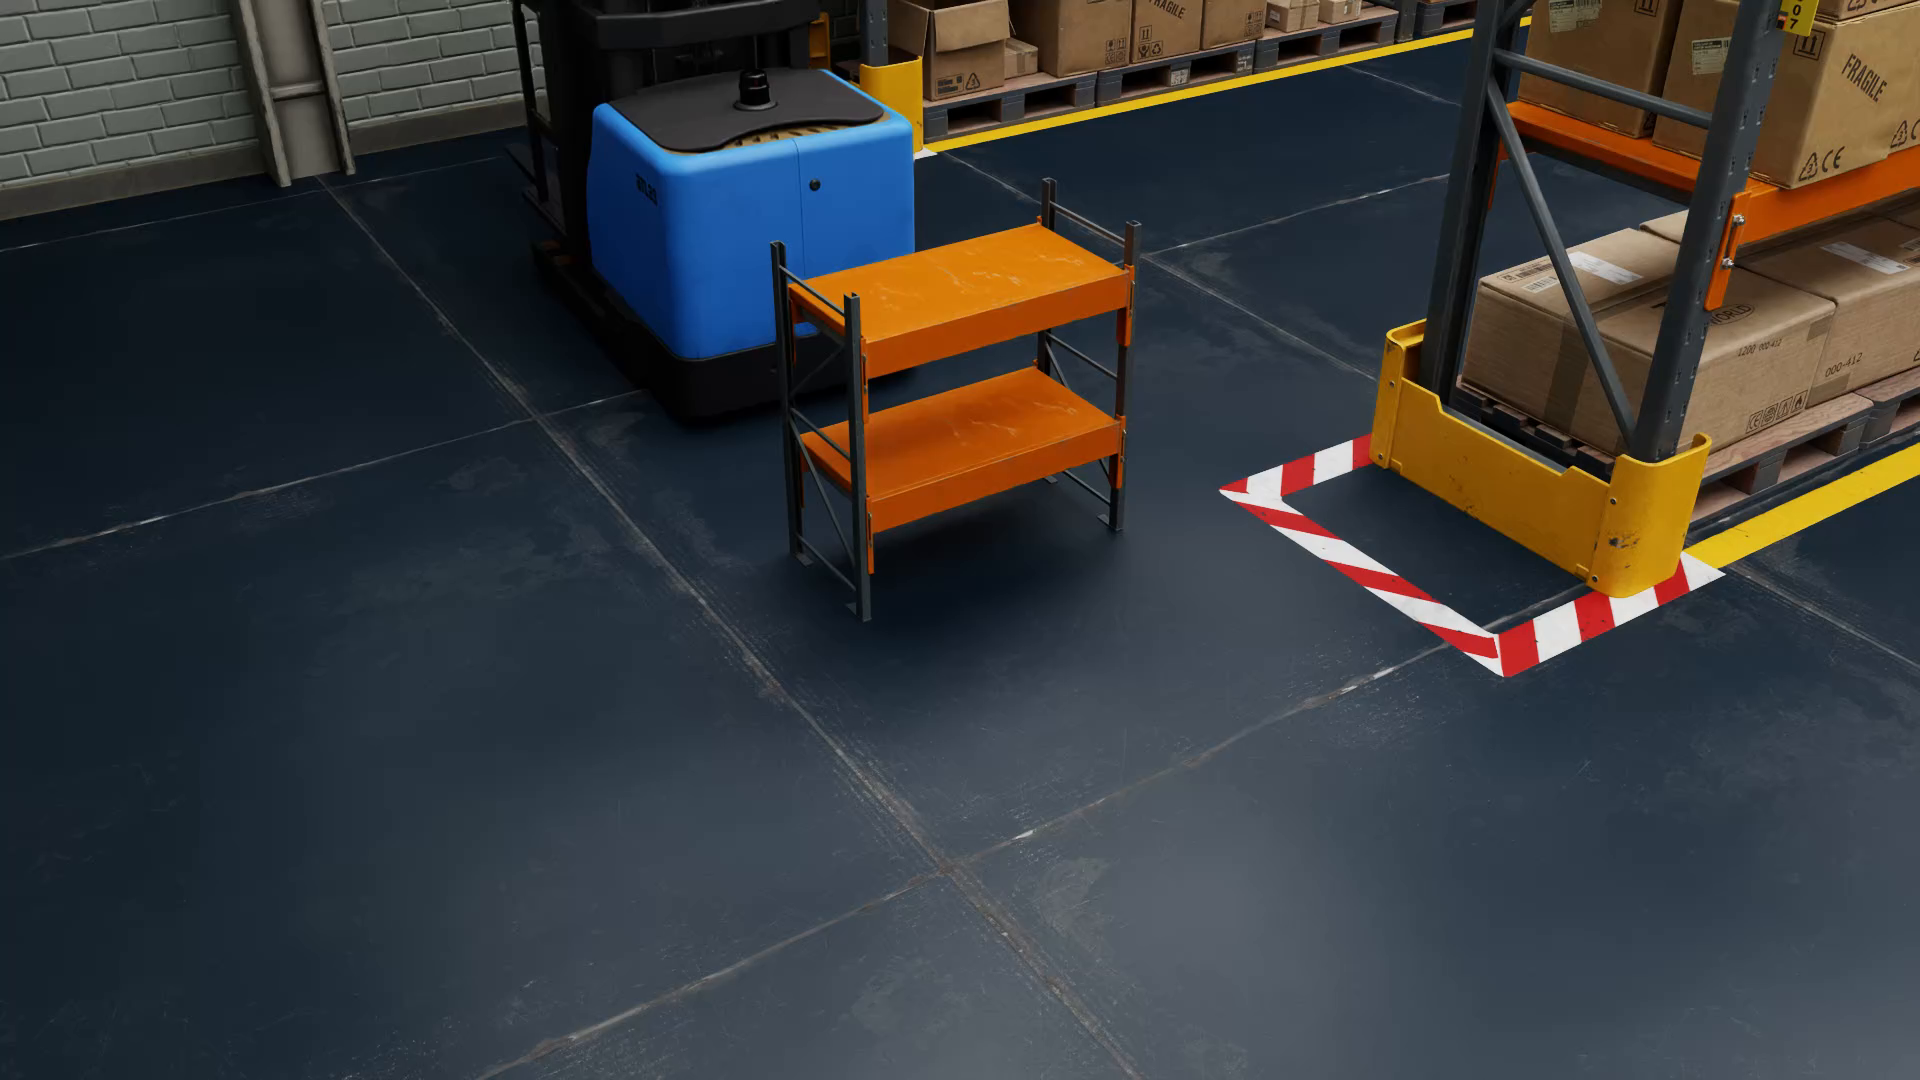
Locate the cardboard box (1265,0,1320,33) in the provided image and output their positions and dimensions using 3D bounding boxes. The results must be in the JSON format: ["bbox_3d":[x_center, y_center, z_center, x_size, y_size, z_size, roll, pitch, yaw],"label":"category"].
[{"bbox_3d":[2.051,-3.389,10.480,0.258,0.266,0.396,-18,36,-26],"label":"cardboard box"}]

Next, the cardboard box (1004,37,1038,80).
[{"bbox_3d":[0.241,-2.819,9.686,0.250,0.149,0.380,-21,38,-29],"label":"cardboard box"}]

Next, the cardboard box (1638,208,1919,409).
[{"bbox_3d":[3.256,-0.980,6.501,0.875,0.438,0.875,-18,36,-26],"label":"cardboard box"}]

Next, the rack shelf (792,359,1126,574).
[{"bbox_3d":[-0.006,-0.267,5.577,1.000,0.278,0.538,-19,37,-27],"label":"rack shelf"}]

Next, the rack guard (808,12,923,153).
[{"bbox_3d":[-0.638,-2.572,9.359,0.348,0.500,1.175,-19,37,-27],"label":"rack guard"}]

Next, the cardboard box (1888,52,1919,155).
[{"bbox_3d":[2.959,-1.594,5.371,0.500,0.500,0.500,-20,37,-28],"label":"cardboard box"}]

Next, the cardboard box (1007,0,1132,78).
[{"bbox_3d":[0.603,-3.092,9.789,0.500,0.500,0.700,-17,36,-25],"label":"cardboard box"}]

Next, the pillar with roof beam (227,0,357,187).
[{"bbox_3d":[-1.124,-3.839,3.401,0.400,9.000,9.100,-19,37,-27],"label":"pillar with roof beam"}]

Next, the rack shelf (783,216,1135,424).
[{"bbox_3d":[-0.006,-0.721,5.291,1.000,0.278,0.538,-19,37,-27],"label":"rack shelf"}]

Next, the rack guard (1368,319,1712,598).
[{"bbox_3d":[1.970,-0.318,5.786,0.348,0.500,1.175,-19,37,-27],"label":"rack guard"}]

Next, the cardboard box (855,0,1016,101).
[{"bbox_3d":[-0.137,-2.863,9.424,0.637,0.503,0.797,-21,38,-29],"label":"cardboard box"}]

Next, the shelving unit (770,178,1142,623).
[{"bbox_3d":[-0.006,-0.474,5.447,1.048,1.125,0.538,-19,37,-27],"label":"shelving unit"}]

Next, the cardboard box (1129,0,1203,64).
[{"bbox_3d":[1.101,-3.200,9.960,0.500,0.500,0.500,-18,37,-26],"label":"cardboard box"}]

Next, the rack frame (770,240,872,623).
[{"bbox_3d":[-0.433,-0.327,5.214,0.032,1.125,0.500,-19,37,-27],"label":"rack frame"}]

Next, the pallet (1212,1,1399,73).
[{"bbox_3d":[2.082,-3.386,10.920,1.213,0.211,1.003,-19,37,-27],"label":"pallet"}]

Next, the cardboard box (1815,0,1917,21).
[{"bbox_3d":[2.548,-1.859,4.854,0.500,0.500,0.500,-20,37,-28],"label":"cardboard box"}]

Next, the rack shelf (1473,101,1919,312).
[{"bbox_3d":[3.671,-1.656,6.239,4.000,0.370,1.077,-19,37,-27],"label":"rack shelf"}]

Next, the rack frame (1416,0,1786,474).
[{"bbox_3d":[1.990,-1.383,5.130,0.127,3.000,1.000,-19,37,-27],"label":"rack frame"}]

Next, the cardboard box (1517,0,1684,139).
[{"bbox_3d":[2.252,-1.683,5.513,0.500,0.500,0.500,-19,37,-27],"label":"cardboard box"}]

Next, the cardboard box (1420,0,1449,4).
[{"bbox_3d":[3.188,-3.923,11.107,0.500,0.500,0.500,-17,36,-25],"label":"cardboard box"}]

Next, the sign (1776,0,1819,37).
[{"bbox_3d":[2.286,-1.532,4.481,0.005,0.325,0.100,-19,37,-27],"label":"sign"}]

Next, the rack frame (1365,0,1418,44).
[{"bbox_3d":[2.660,-4.764,10.490,0.127,3.000,1.000,-19,37,-27],"label":"rack frame"}]

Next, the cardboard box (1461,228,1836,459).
[{"bbox_3d":[2.491,-0.712,6.075,0.875,0.438,0.875,-20,38,-29],"label":"cardboard box"}]

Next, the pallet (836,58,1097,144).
[{"bbox_3d":[0.031,-2.681,9.802,1.213,0.211,1.003,-19,37,-27],"label":"pallet"}]

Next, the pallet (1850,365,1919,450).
[{"bbox_3d":[3.644,-0.820,6.852,1.213,0.211,1.003,-19,37,-27],"label":"pallet"}]

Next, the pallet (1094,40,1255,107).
[{"bbox_3d":[1.056,-3.031,10.358,1.213,0.211,1.003,-19,37,-27],"label":"pallet"}]

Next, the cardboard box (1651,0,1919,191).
[{"bbox_3d":[2.549,-1.435,5.119,0.500,0.500,0.500,-19,37,-28],"label":"cardboard box"}]

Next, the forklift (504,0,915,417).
[{"bbox_3d":[-1.315,-2.470,6.919,1.130,2.935,3.031,-16,36,-24],"label":"forklift"}]

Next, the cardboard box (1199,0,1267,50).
[{"bbox_3d":[1.475,-3.392,10.265,0.500,0.500,0.700,-20,38,-29],"label":"cardboard box"}]

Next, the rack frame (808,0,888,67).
[{"bbox_3d":[-0.702,-3.607,8.657,0.127,3.000,1.000,-19,37,-27],"label":"rack frame"}]

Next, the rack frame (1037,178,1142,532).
[{"bbox_3d":[0.422,-0.621,5.680,0.032,1.125,0.500,-19,37,-27],"label":"rack frame"}]

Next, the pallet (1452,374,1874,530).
[{"bbox_3d":[2.620,-0.469,6.296,1.213,0.211,1.003,-19,37,-27],"label":"pallet"}]

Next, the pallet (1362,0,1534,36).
[{"bbox_3d":[3.323,-3.836,11.634,1.213,0.211,1.003,-19,37,-27],"label":"pallet"}]

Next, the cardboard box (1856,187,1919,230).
[{"bbox_3d":[4.014,-1.240,6.913,0.875,0.438,0.875,-20,37,-29],"label":"cardboard box"}]

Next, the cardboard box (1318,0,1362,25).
[{"bbox_3d":[2.351,-3.443,10.675,0.250,0.149,0.380,-20,37,-29],"label":"cardboard box"}]
